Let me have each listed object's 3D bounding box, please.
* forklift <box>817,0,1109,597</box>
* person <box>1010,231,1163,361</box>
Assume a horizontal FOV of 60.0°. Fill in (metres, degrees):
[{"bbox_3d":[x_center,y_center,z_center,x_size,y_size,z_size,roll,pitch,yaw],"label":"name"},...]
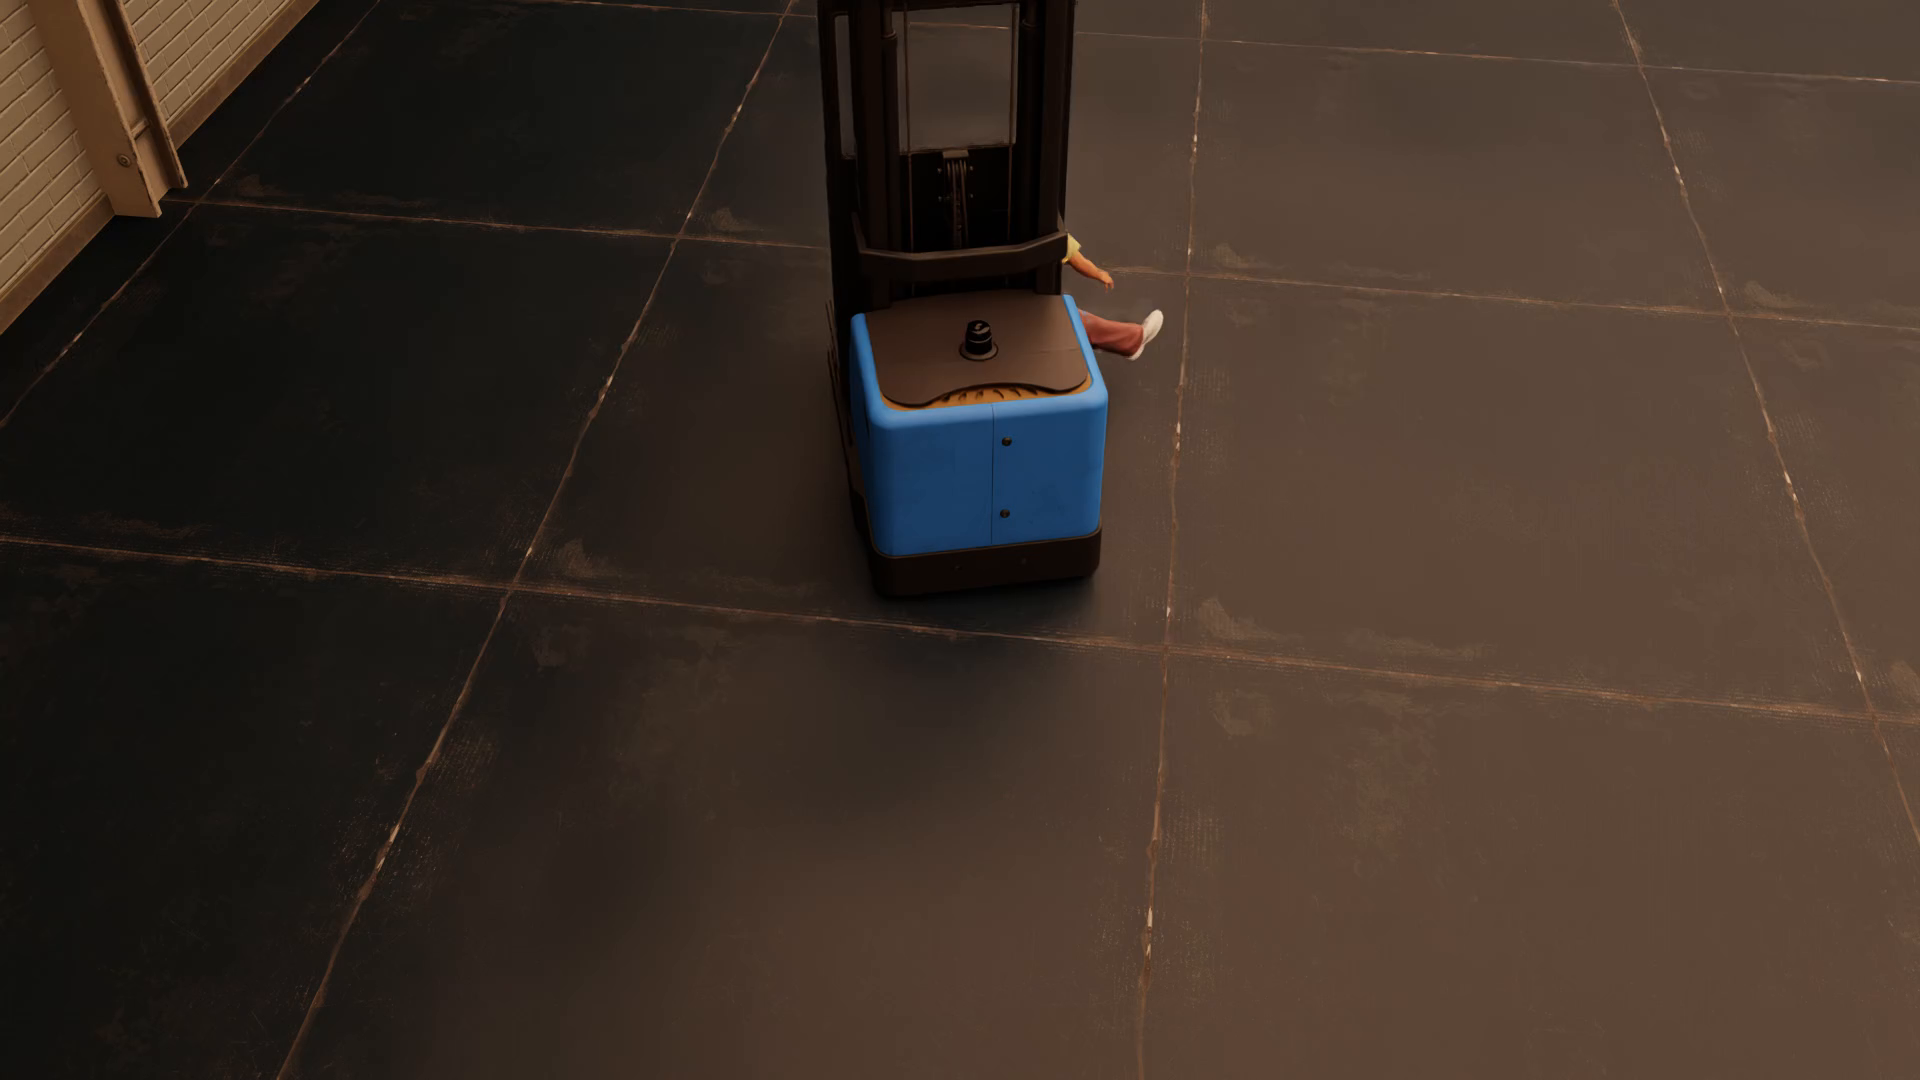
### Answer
[{"bbox_3d":[-0.097,-1.828,7.714,1.130,2.935,3.031,-6,43,-7],"label":"forklift"},{"bbox_3d":[0.363,-1.346,8.352,1.001,1.347,1.104,25,48,24],"label":"person"}]
